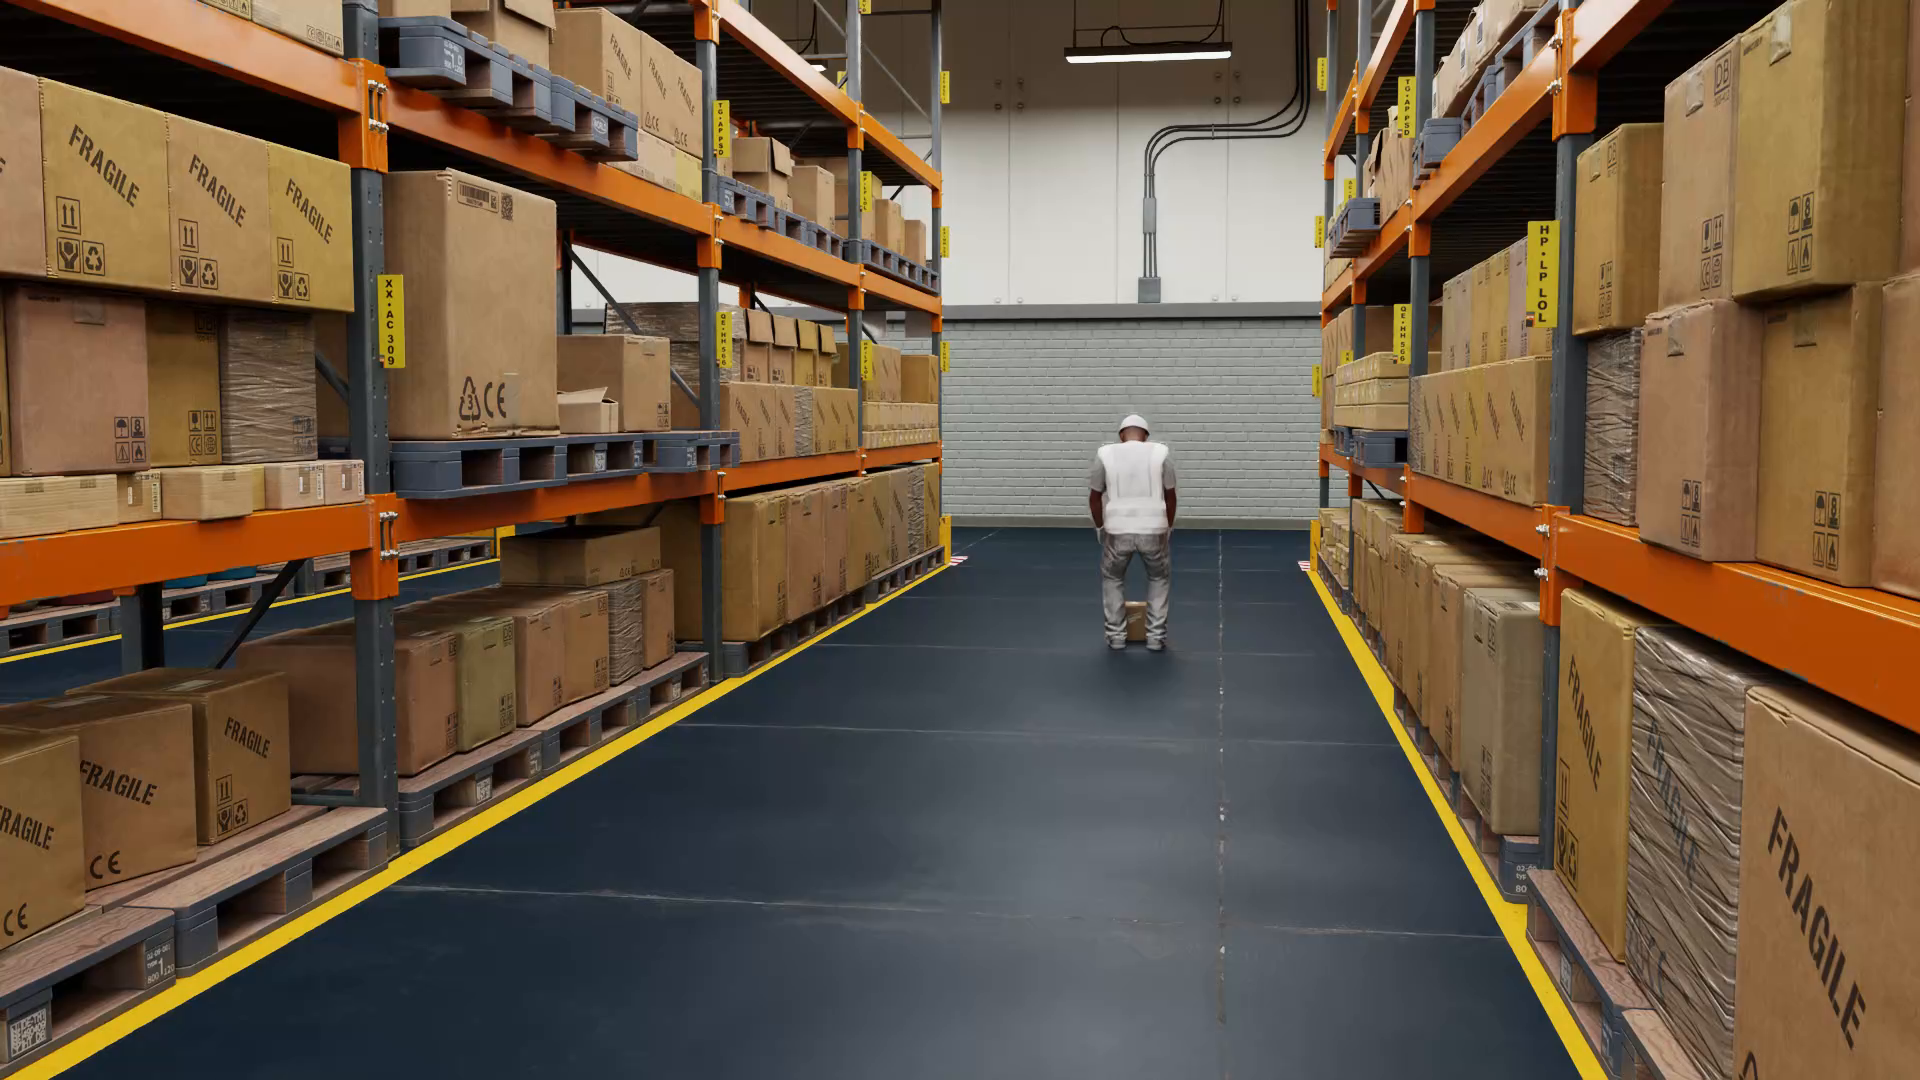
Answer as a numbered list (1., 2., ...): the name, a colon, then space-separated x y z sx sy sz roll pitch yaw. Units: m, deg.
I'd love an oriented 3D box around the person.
1. person: 1.181 -0.059 11.415 0.601 1.602 0.629 1 4 9
